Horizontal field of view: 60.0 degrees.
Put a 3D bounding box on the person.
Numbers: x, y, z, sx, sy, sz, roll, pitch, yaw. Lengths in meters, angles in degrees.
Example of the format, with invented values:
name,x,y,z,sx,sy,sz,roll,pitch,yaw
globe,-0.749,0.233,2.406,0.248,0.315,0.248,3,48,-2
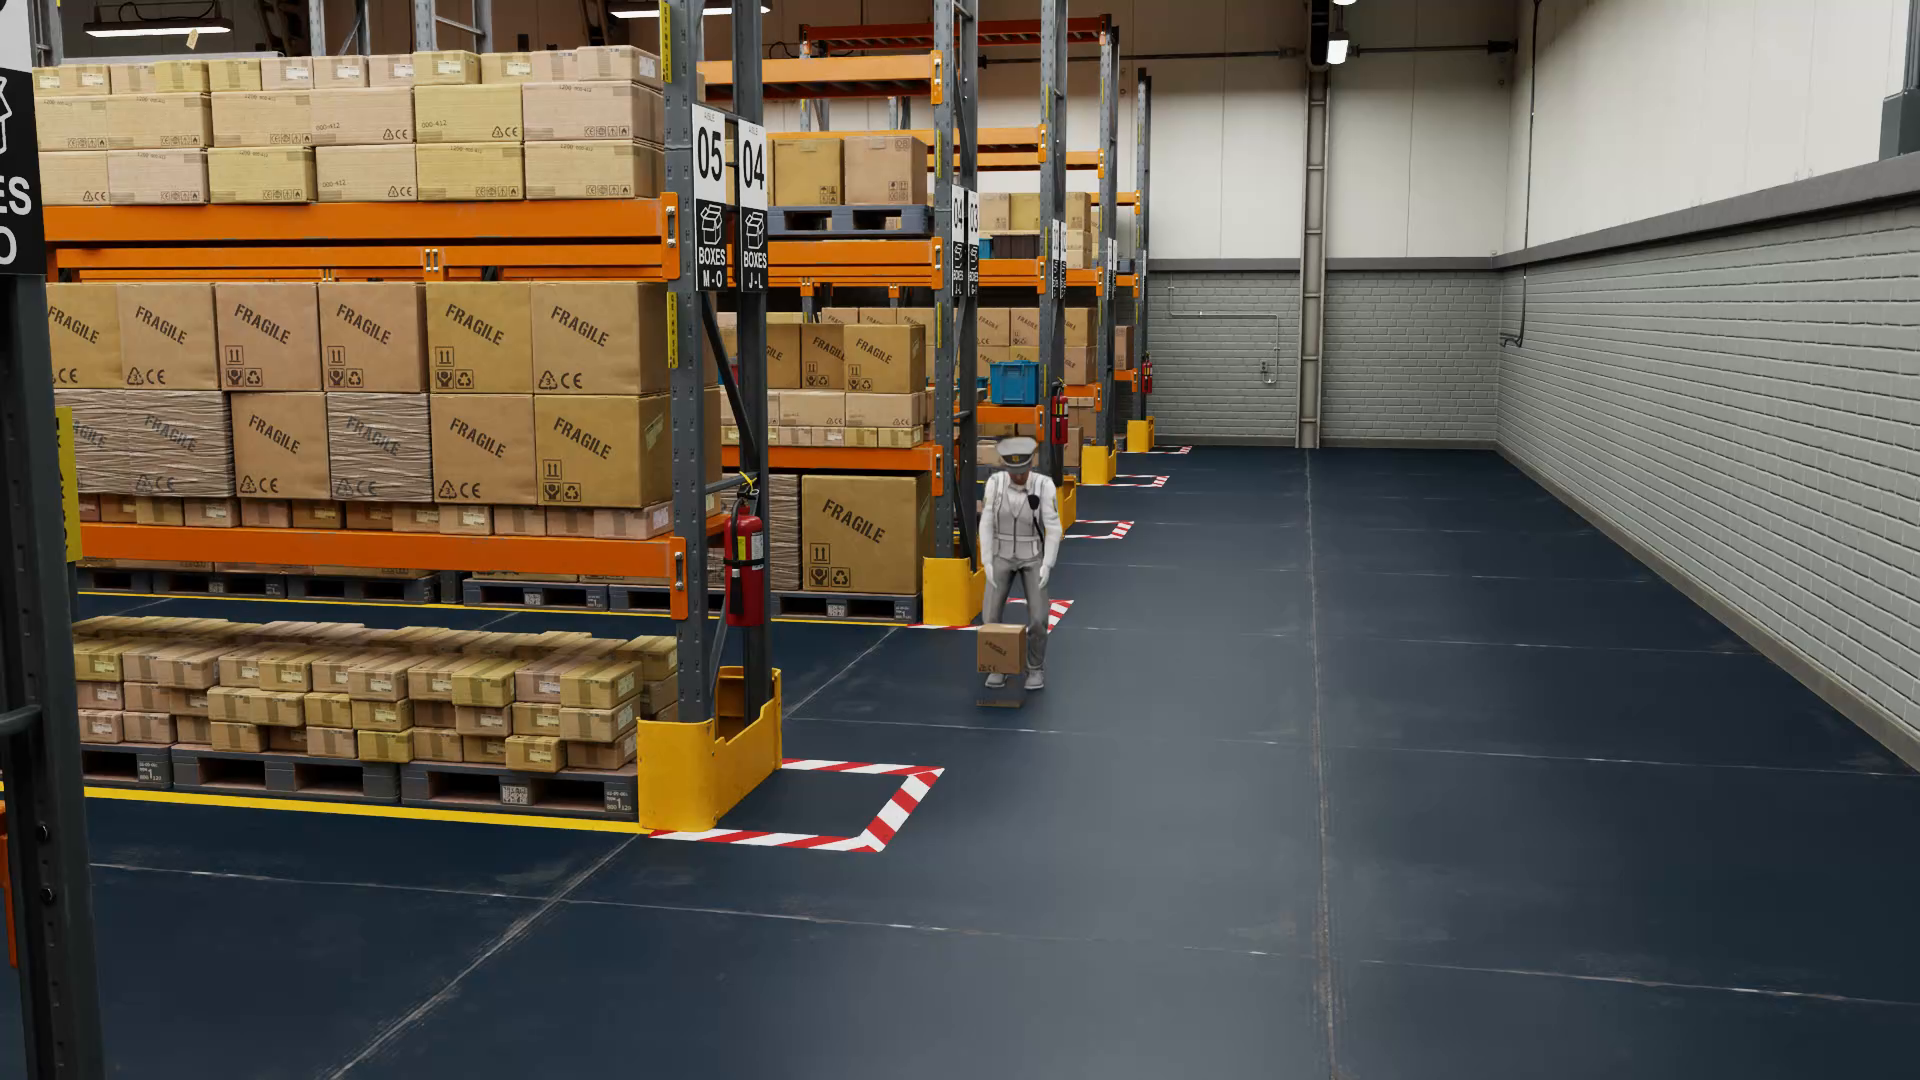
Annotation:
name,x,y,z,sx,sy,sz,roll,pitch,yaw
person,0.371,0.144,10.223,0.520,1.559,0.548,2,8,12
